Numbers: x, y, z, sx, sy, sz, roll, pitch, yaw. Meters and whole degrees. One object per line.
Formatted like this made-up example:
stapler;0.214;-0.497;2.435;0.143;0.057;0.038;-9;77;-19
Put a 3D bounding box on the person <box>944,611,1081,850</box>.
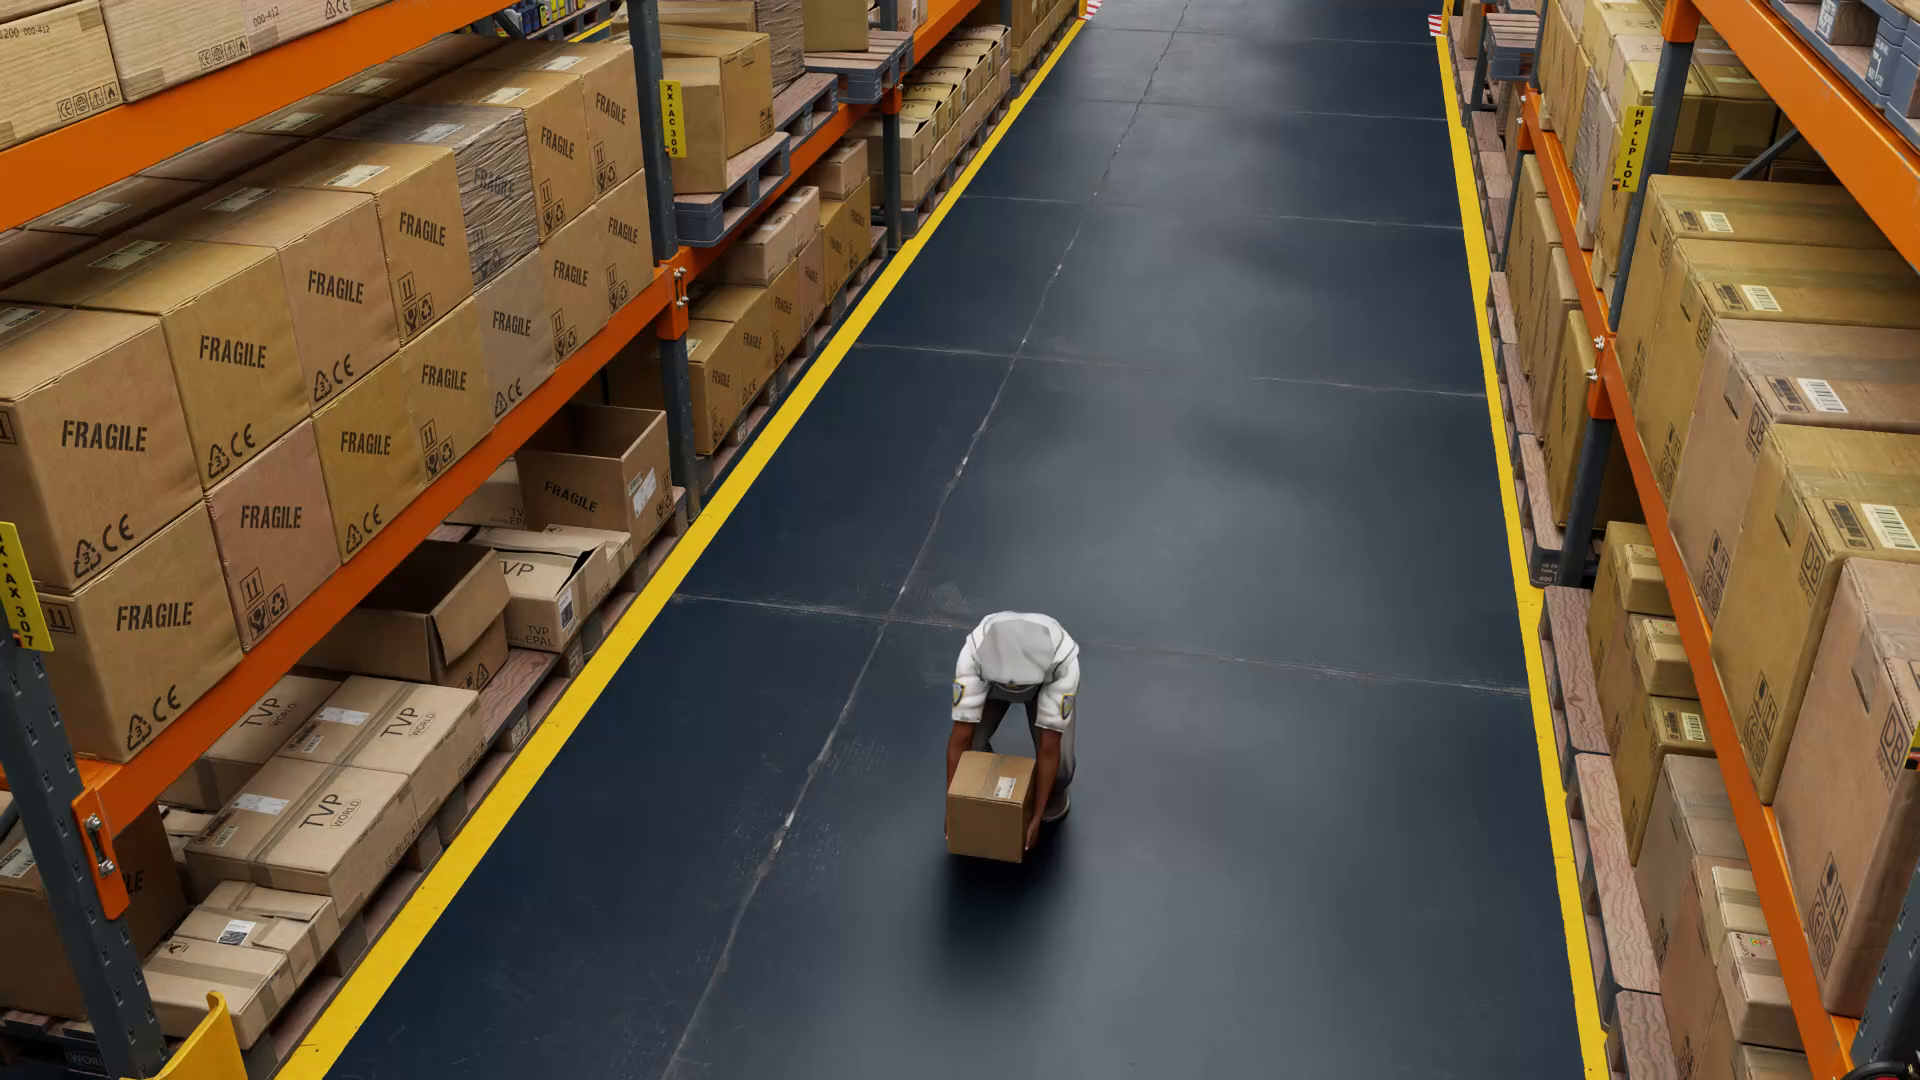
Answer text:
person;0.191;0.593;5.781;0.453;0.975;0.869;5;29;9
